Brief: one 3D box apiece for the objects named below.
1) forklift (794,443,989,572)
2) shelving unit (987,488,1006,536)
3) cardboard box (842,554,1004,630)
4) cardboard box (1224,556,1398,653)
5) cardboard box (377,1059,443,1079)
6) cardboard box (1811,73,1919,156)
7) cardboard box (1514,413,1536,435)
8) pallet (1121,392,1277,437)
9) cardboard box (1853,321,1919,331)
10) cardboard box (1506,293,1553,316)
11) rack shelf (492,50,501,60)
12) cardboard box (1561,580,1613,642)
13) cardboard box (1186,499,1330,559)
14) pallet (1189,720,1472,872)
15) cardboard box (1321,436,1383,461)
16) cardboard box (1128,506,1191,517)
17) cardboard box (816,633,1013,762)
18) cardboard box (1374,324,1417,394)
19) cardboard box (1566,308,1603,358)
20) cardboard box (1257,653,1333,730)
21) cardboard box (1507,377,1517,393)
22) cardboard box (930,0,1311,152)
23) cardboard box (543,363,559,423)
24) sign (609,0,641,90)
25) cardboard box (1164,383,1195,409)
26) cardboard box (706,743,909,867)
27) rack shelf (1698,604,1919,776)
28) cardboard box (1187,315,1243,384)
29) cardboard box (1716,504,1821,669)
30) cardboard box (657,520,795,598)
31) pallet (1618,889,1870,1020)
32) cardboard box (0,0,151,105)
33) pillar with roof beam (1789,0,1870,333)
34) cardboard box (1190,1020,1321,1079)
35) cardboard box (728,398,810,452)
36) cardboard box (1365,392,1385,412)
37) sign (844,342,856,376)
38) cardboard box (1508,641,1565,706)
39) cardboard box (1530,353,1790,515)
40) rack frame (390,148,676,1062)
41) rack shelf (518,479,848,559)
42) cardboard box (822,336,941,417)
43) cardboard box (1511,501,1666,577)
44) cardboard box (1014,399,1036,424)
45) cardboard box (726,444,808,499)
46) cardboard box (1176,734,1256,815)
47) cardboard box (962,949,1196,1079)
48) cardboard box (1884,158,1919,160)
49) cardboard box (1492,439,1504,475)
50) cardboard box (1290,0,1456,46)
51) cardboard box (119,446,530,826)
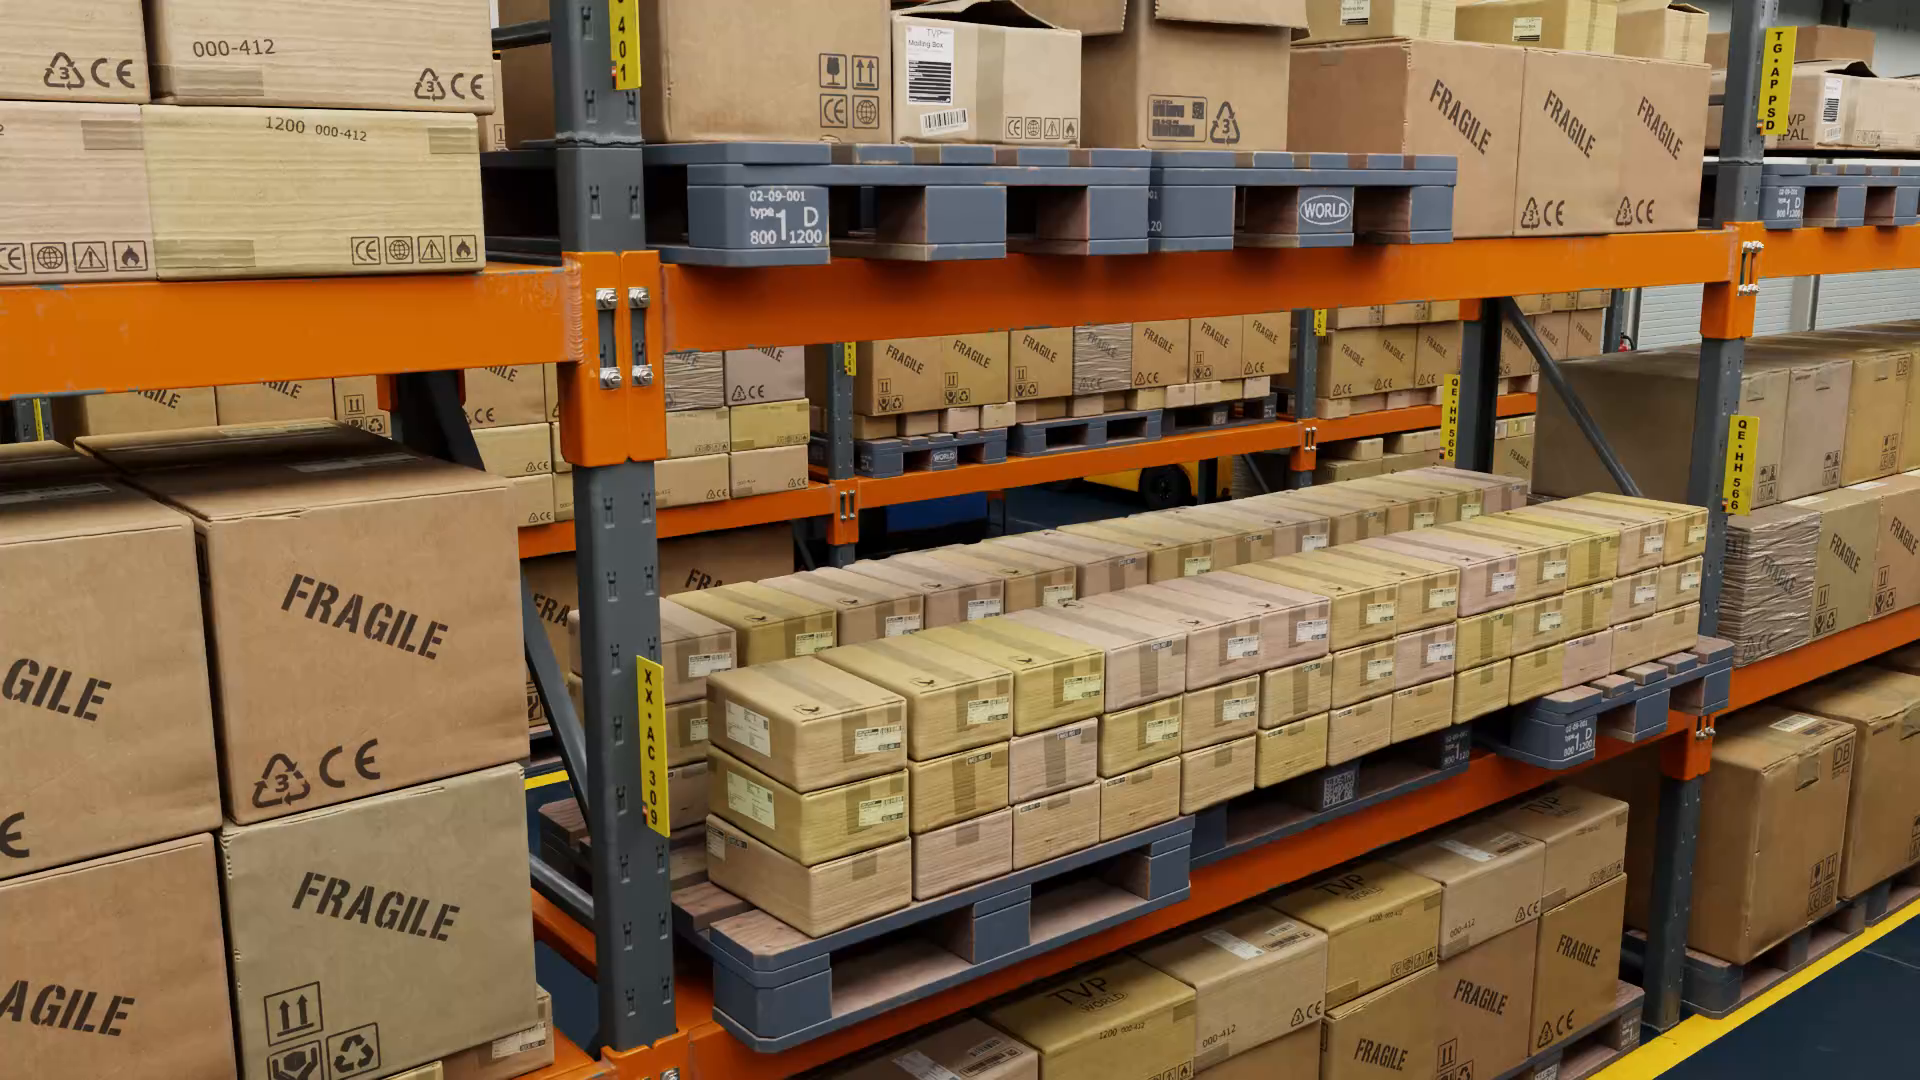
[{"bbox_3d":[-1.233,-1.214,12.791,3.031,2.935,1.130,-9,15,-38],"label":"forklift"},{"bbox_3d":[0.123,-0.607,14.101,0.503,1.200,0.258,-9,15,-38],"label":"shelving unit"},{"bbox_3d":[-0.100,0.155,4.341,0.250,0.149,0.380,-9,15,-38],"label":"cardboard box"},{"bbox_3d":[0.904,0.161,4.312,0.250,0.149,0.380,-9,15,-36],"label":"cardboard box"},{"bbox_3d":[-1.118,0.963,2.976,0.250,0.149,0.380,-10,16,-39],"label":"cardboard box"},{"bbox_3d":[3.710,-1.673,6.526,0.500,0.311,0.500,-10,15,-39],"label":"cardboard box"},{"bbox_3d":[4.583,-0.972,13.728,0.250,0.149,0.380,-9,15,-36],"label":"cardboard box"},{"bbox_3d":[1.480,-0.944,11.815,1.213,0.211,1.003,-9,15,-38],"label":"pallet"},{"bbox_3d":[4.554,-0.729,7.694,0.500,0.500,0.700,-10,15,-39],"label":"cardboard box"},{"bbox_3d":[4.294,-2.067,13.278,0.500,0.500,0.700,-10,15,-38],"label":"cardboard box"},{"bbox_3d":[-2.498,-4.046,14.212,4.000,0.370,1.077,-9,15,-38],"label":"rack shelf"},{"bbox_3d":[1.703,0.175,4.963,0.250,0.149,0.380,-9,15,-36],"label":"cardboard box"},{"bbox_3d":[0.914,-0.014,5.133,0.250,0.149,0.380,-9,15,-35],"label":"cardboard box"},{"bbox_3d":[0.695,0.553,4.767,1.213,0.211,1.003,-9,15,-38],"label":"pallet"},{"bbox_3d":[2.932,-0.697,12.433,0.250,0.149,0.380,-9,15,-37],"label":"cardboard box"},{"bbox_3d":[1.759,0.035,12.058,0.625,0.372,0.950,-9,15,-37],"label":"cardboard box"},{"bbox_3d":[-0.099,0.327,3.529,0.250,0.149,0.380,-9,15,-36],"label":"cardboard box"},{"bbox_3d":[3.063,-1.389,12.491,0.500,0.500,0.500,-10,15,-38],"label":"cardboard box"},{"bbox_3d":[5.039,-1.712,14.012,0.500,0.500,0.500,-10,15,-39],"label":"cardboard box"},{"bbox_3d":[0.708,0.339,4.190,0.250,0.149,0.380,-10,15,-39],"label":"cardboard box"},{"bbox_3d":[4.320,-1.297,13.621,0.250,0.149,0.380,-9,15,-37],"label":"cardboard box"},{"bbox_3d":[0.380,-1.188,4.021,0.637,0.503,0.797,-10,15,-38],"label":"cardboard box"},{"bbox_3d":[-1.984,-0.892,8.459,0.500,0.500,0.500,-9,15,-38],"label":"cardboard box"},{"bbox_3d":[-0.563,-0.919,2.769,0.005,0.325,0.100,-9,15,-38],"label":"sign"},{"bbox_3d":[1.346,-0.980,11.118,0.250,0.149,0.380,-9,15,-37],"label":"cardboard box"},{"bbox_3d":[-0.313,0.510,3.385,0.250,0.149,0.380,-9,15,-37],"label":"cardboard box"},{"bbox_3d":[3.777,0.288,7.285,4.000,0.370,1.077,-9,15,-38],"label":"rack shelf"},{"bbox_3d":[1.564,-1.352,11.305,0.500,0.500,0.500,-9,15,-37],"label":"cardboard box"},{"bbox_3d":[2.734,0.132,6.046,0.500,0.500,0.500,-9,15,-37],"label":"cardboard box"},{"bbox_3d":[-1.547,0.316,9.526,0.875,0.875,0.875,-10,15,-38],"label":"cardboard box"},{"bbox_3d":[2.878,1.469,6.702,1.213,0.211,1.003,-9,15,-38],"label":"pallet"},{"bbox_3d":[-1.523,-0.757,2.410,0.500,0.250,0.500,-10,16,-40],"label":"cardboard box"},{"bbox_3d":[17.825,-7.065,25.736,0.548,9.000,9.100,-9,15,-38],"label":"pillar with roof beam"},{"bbox_3d":[0.647,1.540,4.664,0.500,0.500,0.500,-9,15,-37],"label":"cardboard box"},{"bbox_3d":[-1.176,-0.662,9.181,0.500,0.250,0.500,-10,15,-38],"label":"cardboard box"},{"bbox_3d":[2.967,-1.060,12.505,0.250,0.149,0.380,-10,15,-38],"label":"cardboard box"},{"bbox_3d":[-0.607,-1.071,9.165,0.005,0.325,0.100,-9,15,-38],"label":"sign"},{"bbox_3d":[1.525,0.348,4.860,0.250,0.149,0.380,-10,15,-38],"label":"cardboard box"},{"bbox_3d":[2.572,-0.399,6.140,0.500,0.500,0.700,-10,15,-38],"label":"cardboard box"},{"bbox_3d":[-0.908,0.714,3.544,0.127,3.000,1.000,-9,15,-38],"label":"rack frame"},{"bbox_3d":[-2.518,0.017,8.560,4.000,0.370,1.077,-9,15,-38],"label":"rack shelf"},{"bbox_3d":[-0.460,-1.015,9.720,0.500,0.500,0.500,-10,16,-39],"label":"cardboard box"},{"bbox_3d":[1.921,-0.008,5.107,0.250,0.149,0.380,-10,15,-38],"label":"cardboard box"},{"bbox_3d":[0.265,-0.825,10.385,0.250,0.149,0.380,-8,15,-34],"label":"cardboard box"},{"bbox_3d":[-1.189,-0.413,9.215,0.500,0.250,0.500,-10,16,-40],"label":"cardboard box"},{"bbox_3d":[0.492,0.521,4.048,0.250,0.149,0.380,-10,16,-40],"label":"cardboard box"},{"bbox_3d":[0.248,1.242,4.259,0.500,0.250,0.500,-9,15,-36],"label":"cardboard box"},{"bbox_3d":[4.374,-1.828,7.649,0.380,0.149,0.250,-9,15,-38],"label":"cardboard box"},{"bbox_3d":[4.024,-0.581,13.447,0.500,0.500,0.500,-10,15,-39],"label":"cardboard box"},{"bbox_3d":[1.070,-1.431,4.339,0.258,0.266,0.396,-9,15,-38],"label":"cardboard box"},{"bbox_3d":[-1.106,0.136,2.905,0.500,0.500,0.500,-10,16,-40],"label":"cardboard box"}]
